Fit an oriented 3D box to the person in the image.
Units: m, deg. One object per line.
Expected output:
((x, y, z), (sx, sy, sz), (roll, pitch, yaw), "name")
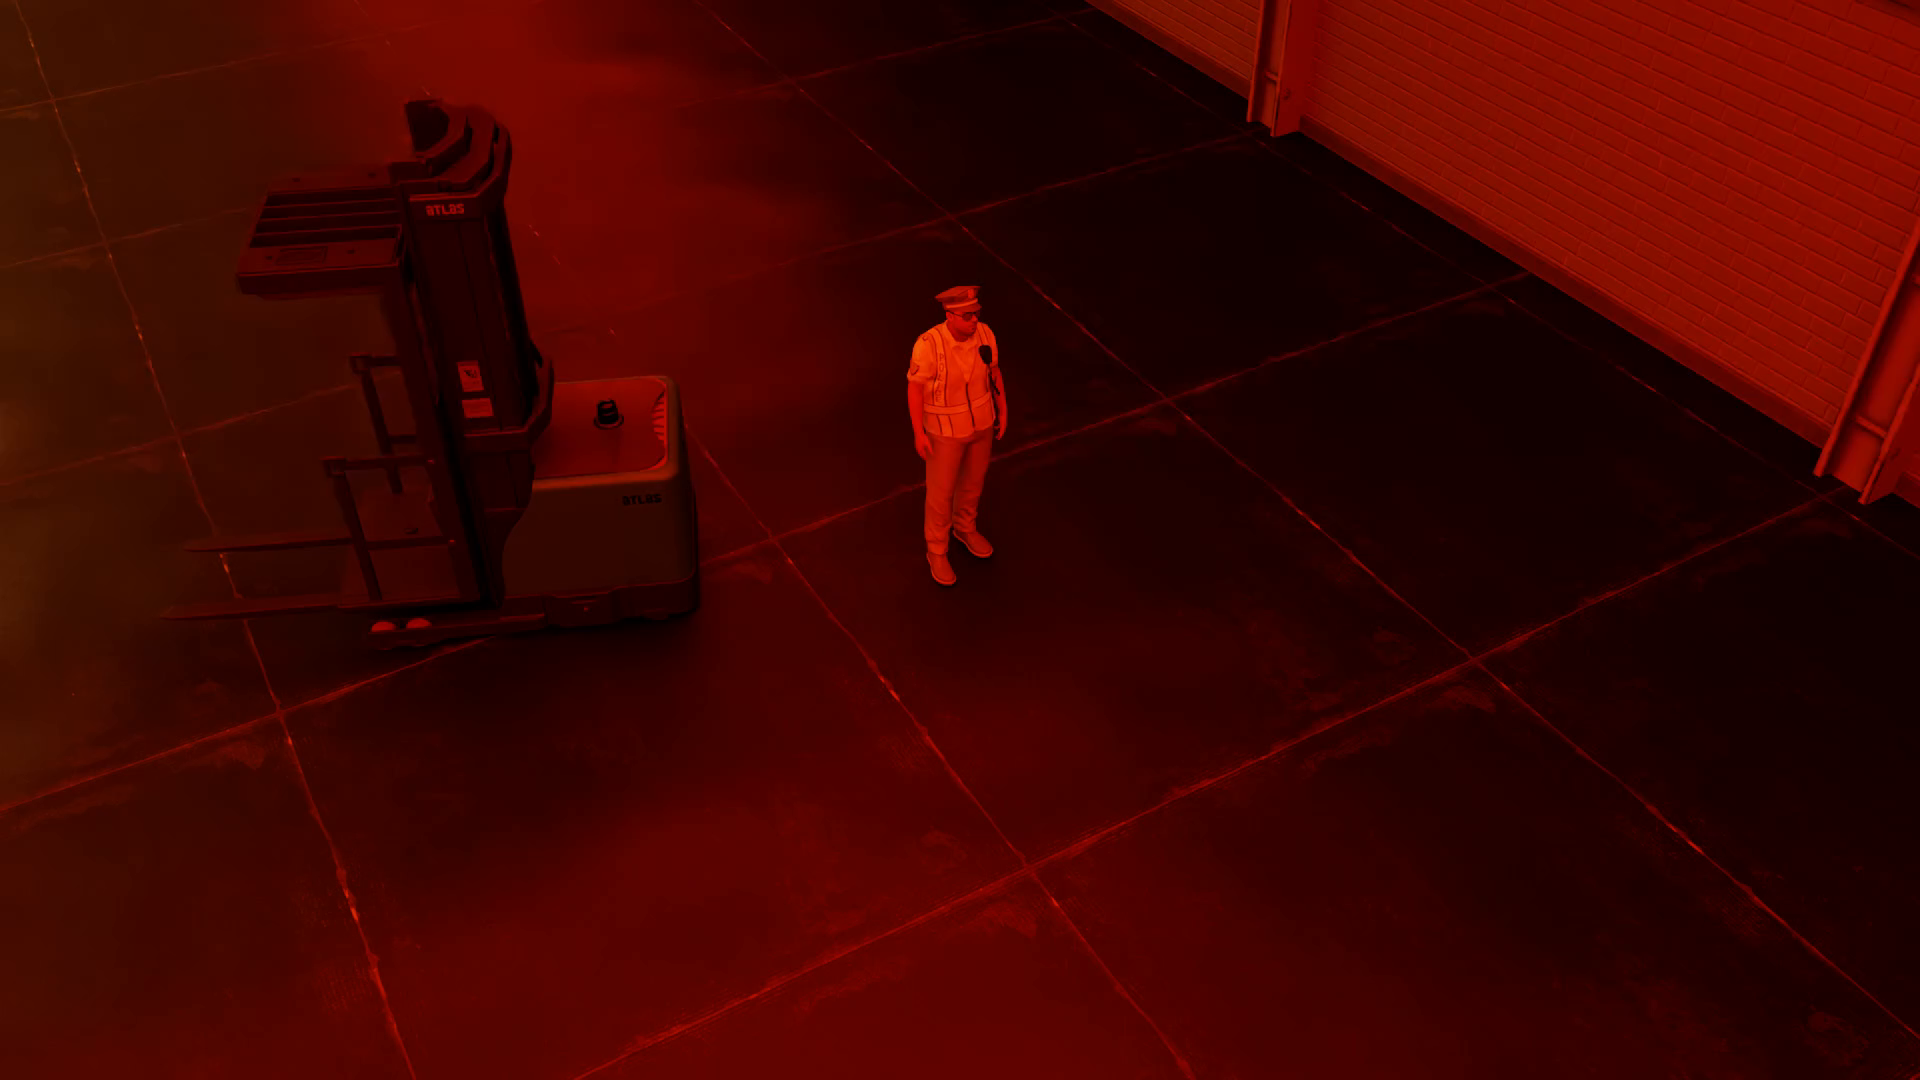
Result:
((0.029, -0.645, 9.702), (0.641, 1.781, 0.574), (-20, 44, -23), "person")

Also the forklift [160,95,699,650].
((-3.094, -0.857, 9.069), (3.031, 2.935, 1.130), (-5, 40, -6), "forklift")
